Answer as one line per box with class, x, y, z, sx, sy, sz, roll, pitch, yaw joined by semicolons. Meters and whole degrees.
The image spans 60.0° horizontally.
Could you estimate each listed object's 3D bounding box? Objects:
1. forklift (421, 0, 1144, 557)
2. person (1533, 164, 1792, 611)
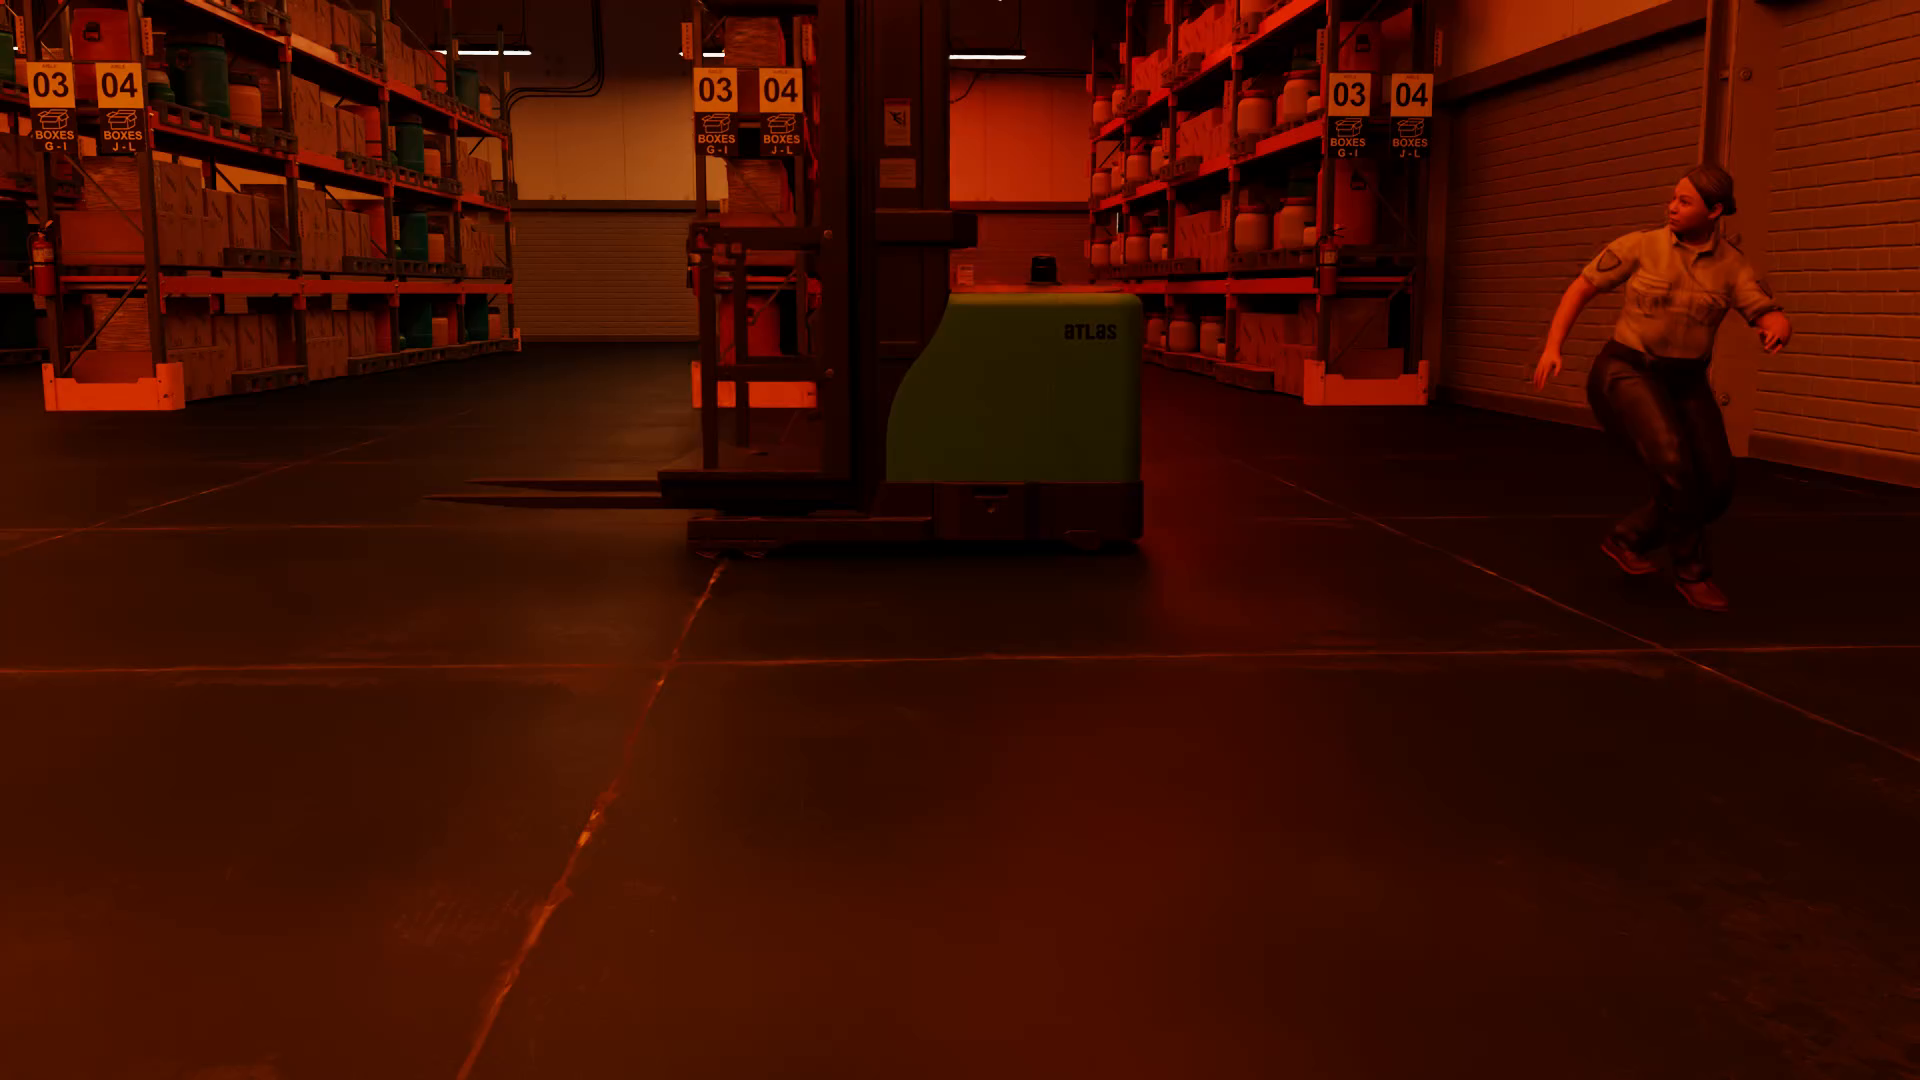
forklift;-0.753;-1.456;7.139;3.031;2.935;1.130;0;8;0
person;2.462;-0.536;5.828;0.804;1.527;0.797;-1;9;-7
